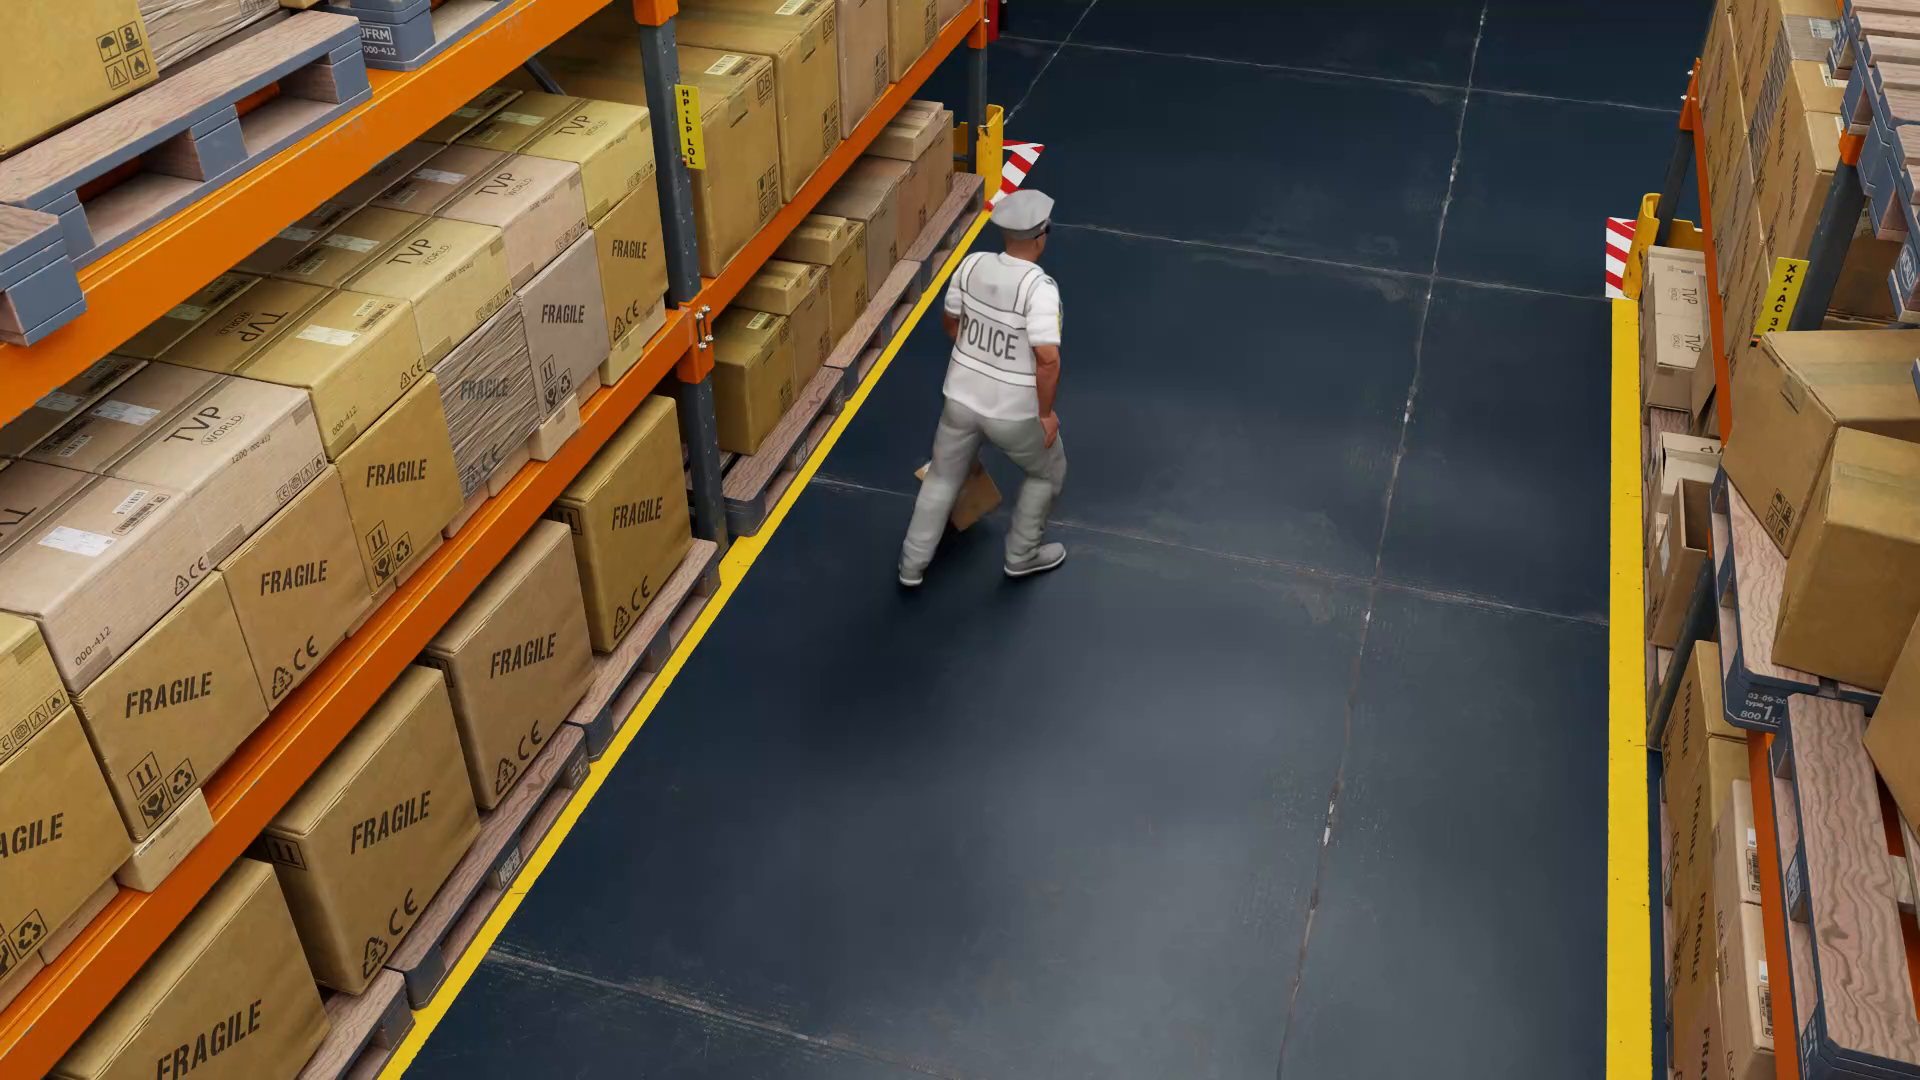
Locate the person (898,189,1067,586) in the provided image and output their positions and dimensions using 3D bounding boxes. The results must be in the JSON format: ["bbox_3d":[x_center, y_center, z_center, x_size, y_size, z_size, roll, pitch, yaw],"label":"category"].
[{"bbox_3d":[0.117,-0.553,6.914,0.696,1.712,0.738,23,42,27],"label":"person"}]
